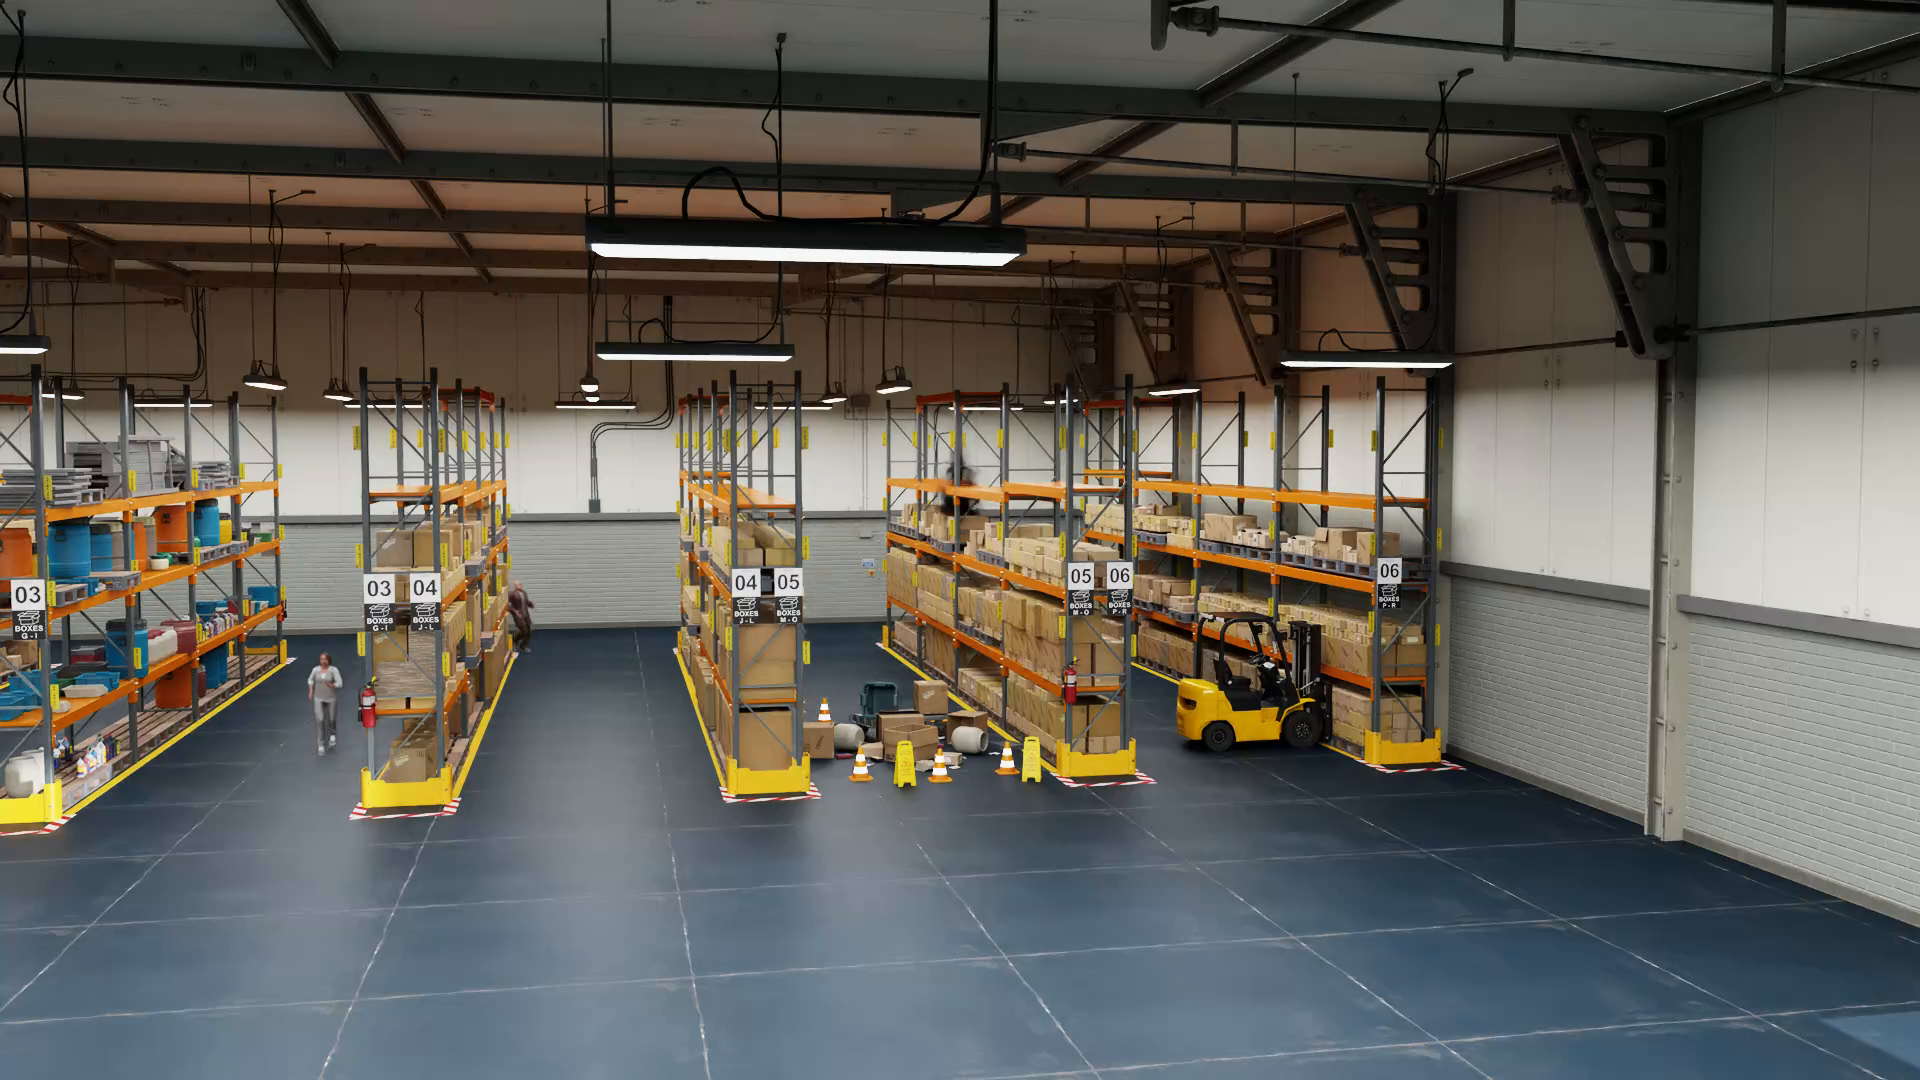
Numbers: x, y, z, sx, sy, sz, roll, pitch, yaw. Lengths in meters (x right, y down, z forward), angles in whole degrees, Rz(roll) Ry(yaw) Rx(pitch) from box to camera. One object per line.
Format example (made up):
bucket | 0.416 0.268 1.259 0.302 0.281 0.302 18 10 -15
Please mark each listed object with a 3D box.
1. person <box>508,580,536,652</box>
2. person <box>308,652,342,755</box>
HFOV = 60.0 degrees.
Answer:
person | -10.418 1.808 39.367 0.679 1.729 0.737 2 4 29
person | -10.189 2.591 26.700 0.531 1.594 0.883 -1 4 -17
